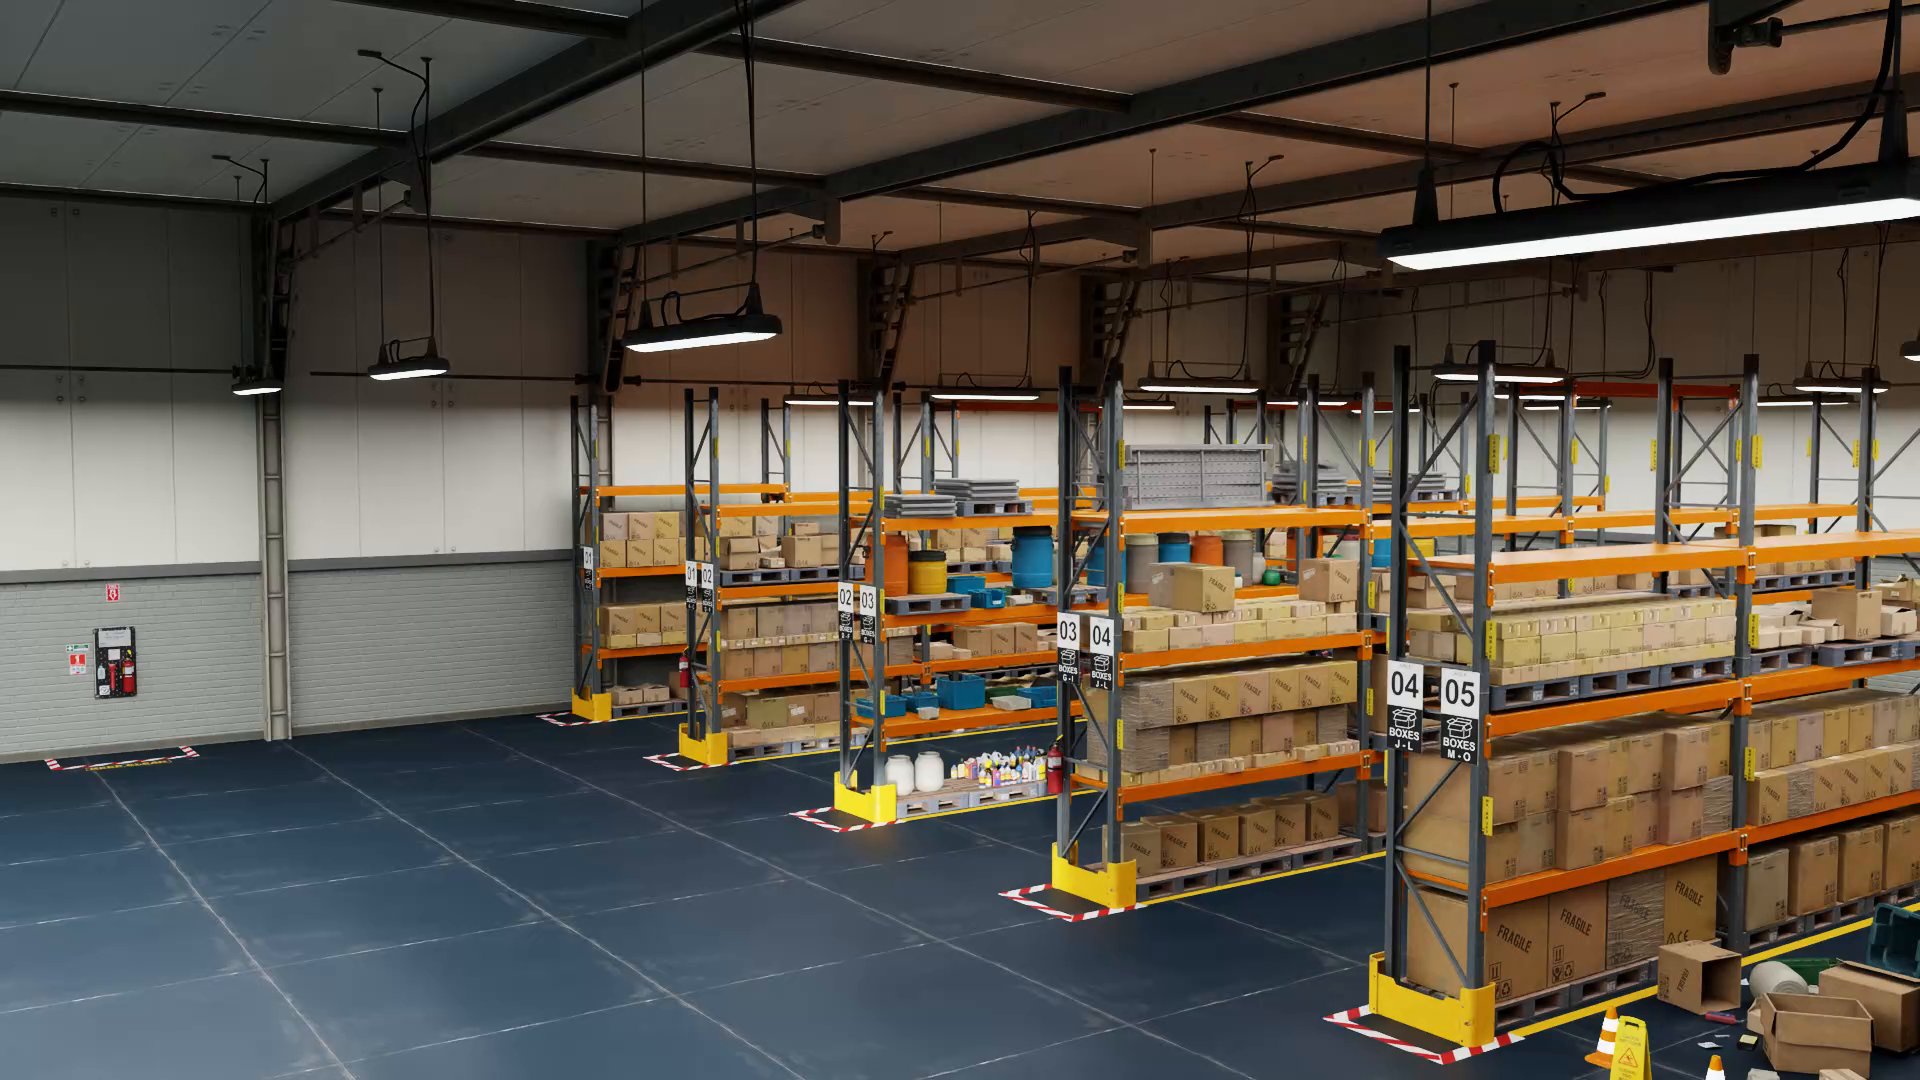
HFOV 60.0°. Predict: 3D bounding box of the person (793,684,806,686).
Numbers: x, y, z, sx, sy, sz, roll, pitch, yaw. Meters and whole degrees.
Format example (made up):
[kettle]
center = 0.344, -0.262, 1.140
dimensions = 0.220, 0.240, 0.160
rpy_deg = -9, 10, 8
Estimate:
[person]
center = -2.862, 2.495, 30.097
dimensions = 0.412, 1.719, 0.588
rpy_deg = 3, 4, 37
